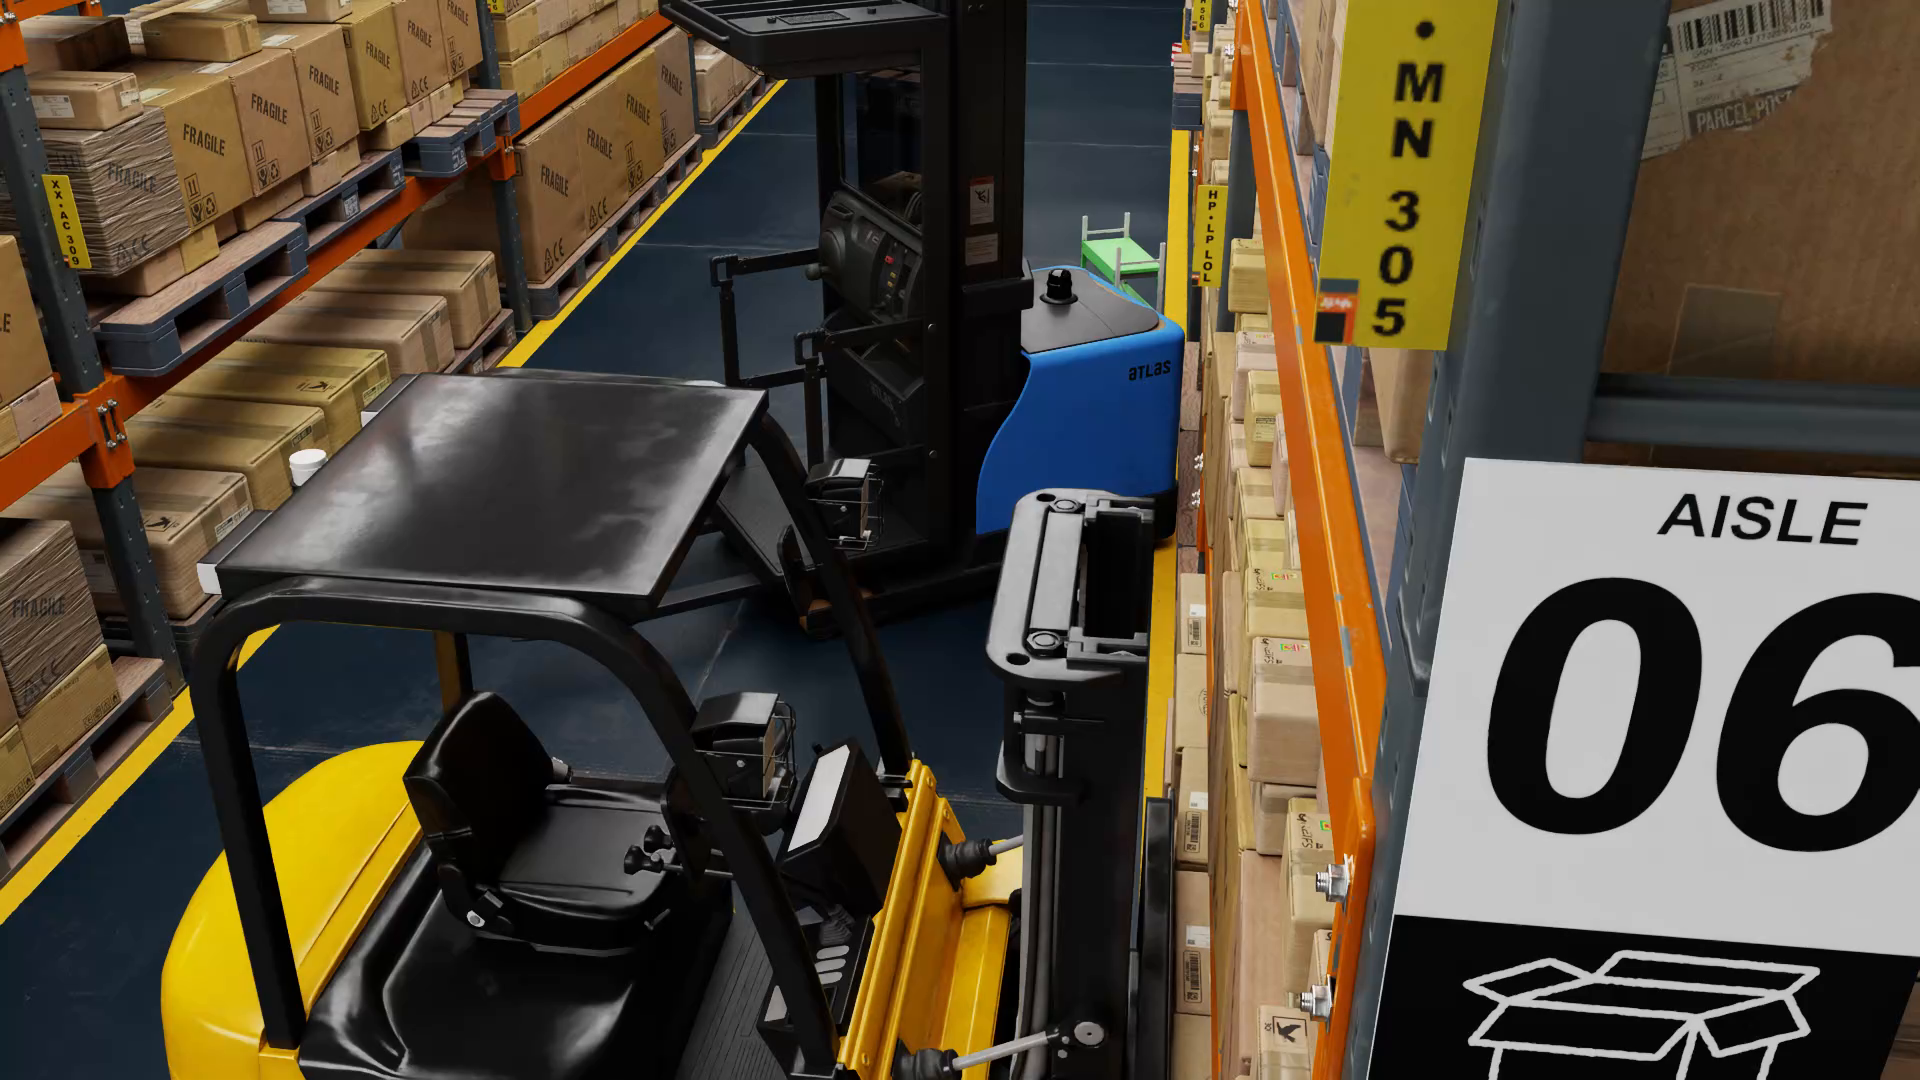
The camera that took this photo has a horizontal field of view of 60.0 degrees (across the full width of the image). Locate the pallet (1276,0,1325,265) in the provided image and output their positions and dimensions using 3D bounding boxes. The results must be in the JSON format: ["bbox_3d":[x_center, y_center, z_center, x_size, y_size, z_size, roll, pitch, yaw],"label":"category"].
[{"bbox_3d":[1.094,-0.755,2.919,1.003,0.211,1.213,3,28,6],"label":"pallet"}]

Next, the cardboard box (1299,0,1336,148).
[{"bbox_3d":[0.872,-0.858,2.364,0.700,0.500,0.500,4,29,7],"label":"cardboard box"}]

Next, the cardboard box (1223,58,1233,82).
[{"bbox_3d":[1.427,-2.156,7.801,0.380,0.149,0.250,4,29,7],"label":"cardboard box"}]

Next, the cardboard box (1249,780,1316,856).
[{"bbox_3d":[0.721,0.440,2.981,0.380,0.149,0.250,2,28,5],"label":"cardboard box"}]

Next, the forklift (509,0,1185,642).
[{"bbox_3d":[-0.558,-1.159,6.811,3.031,2.935,1.130,-13,31,-23],"label":"forklift"}]

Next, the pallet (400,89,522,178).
[{"bbox_3d":[-3.093,-2.192,8.859,1.213,0.211,1.003,3,28,6],"label":"pallet"}]

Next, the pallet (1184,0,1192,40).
[{"bbox_3d":[2.099,-3.760,11.769,1.003,0.211,1.213,3,28,6],"label":"pallet"}]

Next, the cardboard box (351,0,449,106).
[{"bbox_3d":[-2.944,-2.504,8.373,0.500,0.500,0.500,3,28,5],"label":"cardboard box"}]

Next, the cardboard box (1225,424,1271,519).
[{"bbox_3d":[0.853,-0.162,4.099,0.380,0.149,0.250,3,28,6],"label":"cardboard box"}]

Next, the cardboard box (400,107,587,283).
[{"bbox_3d":[-2.944,-2.188,10.446,0.875,0.875,0.875,3,28,6],"label":"cardboard box"}]

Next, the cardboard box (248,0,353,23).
[{"bbox_3d":[-3.032,-2.477,7.640,0.380,0.149,0.250,2,28,4],"label":"cardboard box"}]

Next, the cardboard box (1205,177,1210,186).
[{"bbox_3d":[1.396,-1.592,7.700,0.500,0.250,0.500,2,28,5],"label":"cardboard box"}]

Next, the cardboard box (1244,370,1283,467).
[{"bbox_3d":[0.888,-0.289,4.020,0.380,0.149,0.250,3,28,5],"label":"cardboard box"}]

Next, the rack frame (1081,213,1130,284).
[{"bbox_3d":[0.721,-1.074,8.478,0.240,1.200,0.015,-7,29,-13],"label":"rack frame"}]

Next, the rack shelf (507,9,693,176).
[{"bbox_3d":[-2.866,-3.243,11.365,1.077,0.370,4.000,3,28,6],"label":"rack shelf"}]

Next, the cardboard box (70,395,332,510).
[{"bbox_3d":[-3.455,-0.349,7.563,0.950,0.372,0.625,5,29,9],"label":"cardboard box"}]

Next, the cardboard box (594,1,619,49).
[{"bbox_3d":[-2.629,-3.490,11.223,0.500,0.250,0.500,3,28,6],"label":"cardboard box"}]

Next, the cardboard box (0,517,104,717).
[{"bbox_3d":[-3.408,0.254,5.781,0.500,0.500,0.500,3,28,5],"label":"cardboard box"}]

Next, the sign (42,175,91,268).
[{"bbox_3d":[-3.062,-1.089,5.695,0.100,0.325,0.005,3,28,6],"label":"sign"}]

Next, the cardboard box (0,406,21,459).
[{"bbox_3d":[-3.362,-0.338,5.480,0.380,0.149,0.250,4,29,7],"label":"cardboard box"}]

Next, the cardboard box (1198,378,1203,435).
[{"bbox_3d":[1.653,-0.870,8.264,0.875,0.625,0.625,4,29,8],"label":"cardboard box"}]

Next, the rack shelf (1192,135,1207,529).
[{"bbox_3d":[1.570,-1.073,7.338,1.077,0.370,4.000,3,28,6],"label":"rack shelf"}]

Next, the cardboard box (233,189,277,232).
[{"bbox_3d":[-3.149,-1.425,7.055,0.380,0.149,0.250,4,29,7],"label":"cardboard box"}]

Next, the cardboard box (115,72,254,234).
[{"bbox_3d":[-3.199,-1.535,6.575,0.500,0.500,0.500,3,29,6],"label":"cardboard box"}]

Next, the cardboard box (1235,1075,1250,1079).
[{"bbox_3d":[0.635,1.143,2.360,0.500,0.500,0.500,3,28,5],"label":"cardboard box"}]

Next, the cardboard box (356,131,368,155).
[{"bbox_3d":[-3.080,-1.914,7.962,0.380,0.149,0.250,4,29,7],"label":"cardboard box"}]

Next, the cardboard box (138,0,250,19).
[{"bbox_3d":[-3.512,-2.284,7.965,0.500,0.500,0.500,4,29,7],"label":"cardboard box"}]

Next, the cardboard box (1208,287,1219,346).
[{"bbox_3d":[1.132,-0.849,5.794,0.500,0.250,0.500,3,28,5],"label":"cardboard box"}]

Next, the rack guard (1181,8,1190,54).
[{"bbox_3d":[2.786,-4.961,16.432,1.175,0.500,0.348,3,28,6],"label":"rack guard"}]

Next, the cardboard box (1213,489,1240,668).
[{"bbox_3d":[0.903,0.186,4.138,0.500,0.500,0.500,3,28,6],"label":"cardboard box"}]

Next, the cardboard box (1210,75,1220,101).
[{"bbox_3d":[1.456,-2.055,8.034,0.500,0.250,0.500,4,29,8],"label":"cardboard box"}]

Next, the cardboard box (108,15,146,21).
[{"bbox_3d":[-7.674,-4.734,15.310,0.380,0.149,0.250,2,28,4],"label":"cardboard box"}]

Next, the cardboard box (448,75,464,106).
[{"bbox_3d":[-2.879,-2.394,8.853,0.380,0.149,0.250,4,29,7],"label":"cardboard box"}]

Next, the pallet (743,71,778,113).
[{"bbox_3d":[-2.303,-4.203,15.329,1.003,0.211,1.213,3,28,6],"label":"pallet"}]

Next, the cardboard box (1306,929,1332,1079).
[{"bbox_3d":[0.669,0.675,2.232,0.380,0.149,0.250,3,28,6],"label":"cardboard box"}]

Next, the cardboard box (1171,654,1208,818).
[{"bbox_3d":[0.882,0.586,4.901,0.500,0.250,0.500,3,28,6],"label":"cardboard box"}]

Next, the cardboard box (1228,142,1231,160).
[{"bbox_3d":[1.238,-1.438,6.467,0.380,0.149,0.250,3,28,5],"label":"cardboard box"}]

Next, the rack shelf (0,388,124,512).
[{"bbox_3d":[-3.847,0.523,4.376,1.077,0.370,4.000,3,28,6],"label":"rack shelf"}]

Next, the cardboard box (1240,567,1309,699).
[{"bbox_3d":[0.727,0.186,3.139,0.380,0.149,0.250,4,29,7],"label":"cardboard box"}]

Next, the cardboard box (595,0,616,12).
[{"bbox_3d":[-2.591,-3.712,11.108,0.500,0.250,0.500,4,29,7],"label":"cardboard box"}]

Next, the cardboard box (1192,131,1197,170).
[{"bbox_3d":[2.023,-3.084,12.505,0.500,0.500,0.500,5,29,8],"label":"cardboard box"}]

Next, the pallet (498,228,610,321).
[{"bbox_3d":[-2.940,-1.757,10.789,1.003,0.211,1.213,3,28,6],"label":"pallet"}]

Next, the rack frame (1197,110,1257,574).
[{"bbox_3d":[1.325,-0.449,5.420,1.000,3.000,0.127,3,28,6],"label":"rack frame"}]

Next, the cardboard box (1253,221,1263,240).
[{"bbox_3d":[1.147,-0.952,5.565,0.380,0.149,0.250,4,29,8],"label":"cardboard box"}]

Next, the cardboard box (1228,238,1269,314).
[{"bbox_3d":[0.992,-0.776,4.926,0.380,0.149,0.250,4,29,7],"label":"cardboard box"}]

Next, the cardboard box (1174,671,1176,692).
[{"bbox_3d":[0.960,0.567,5.465,0.500,0.250,0.500,3,28,6],"label":"cardboard box"}]

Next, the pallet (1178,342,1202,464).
[{"bbox_3d":[1.676,-0.719,8.862,1.003,0.211,1.213,3,28,6],"label":"pallet"}]

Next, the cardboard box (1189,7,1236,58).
[{"bbox_3d":[1.623,-2.966,9.808,0.500,0.250,0.500,2,28,4],"label":"cardboard box"}]

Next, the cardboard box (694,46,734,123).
[{"bbox_3d":[-2.438,-3.847,13.987,0.875,0.438,0.875,3,28,5],"label":"cardboard box"}]

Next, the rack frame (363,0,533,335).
[{"bbox_3d":[-3.111,-2.618,9.447,1.000,3.000,0.127,3,28,6],"label":"rack frame"}]

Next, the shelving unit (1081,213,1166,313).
[{"bbox_3d":[0.784,-0.962,8.270,0.258,1.200,0.503,-7,29,-13],"label":"shelving unit"}]
